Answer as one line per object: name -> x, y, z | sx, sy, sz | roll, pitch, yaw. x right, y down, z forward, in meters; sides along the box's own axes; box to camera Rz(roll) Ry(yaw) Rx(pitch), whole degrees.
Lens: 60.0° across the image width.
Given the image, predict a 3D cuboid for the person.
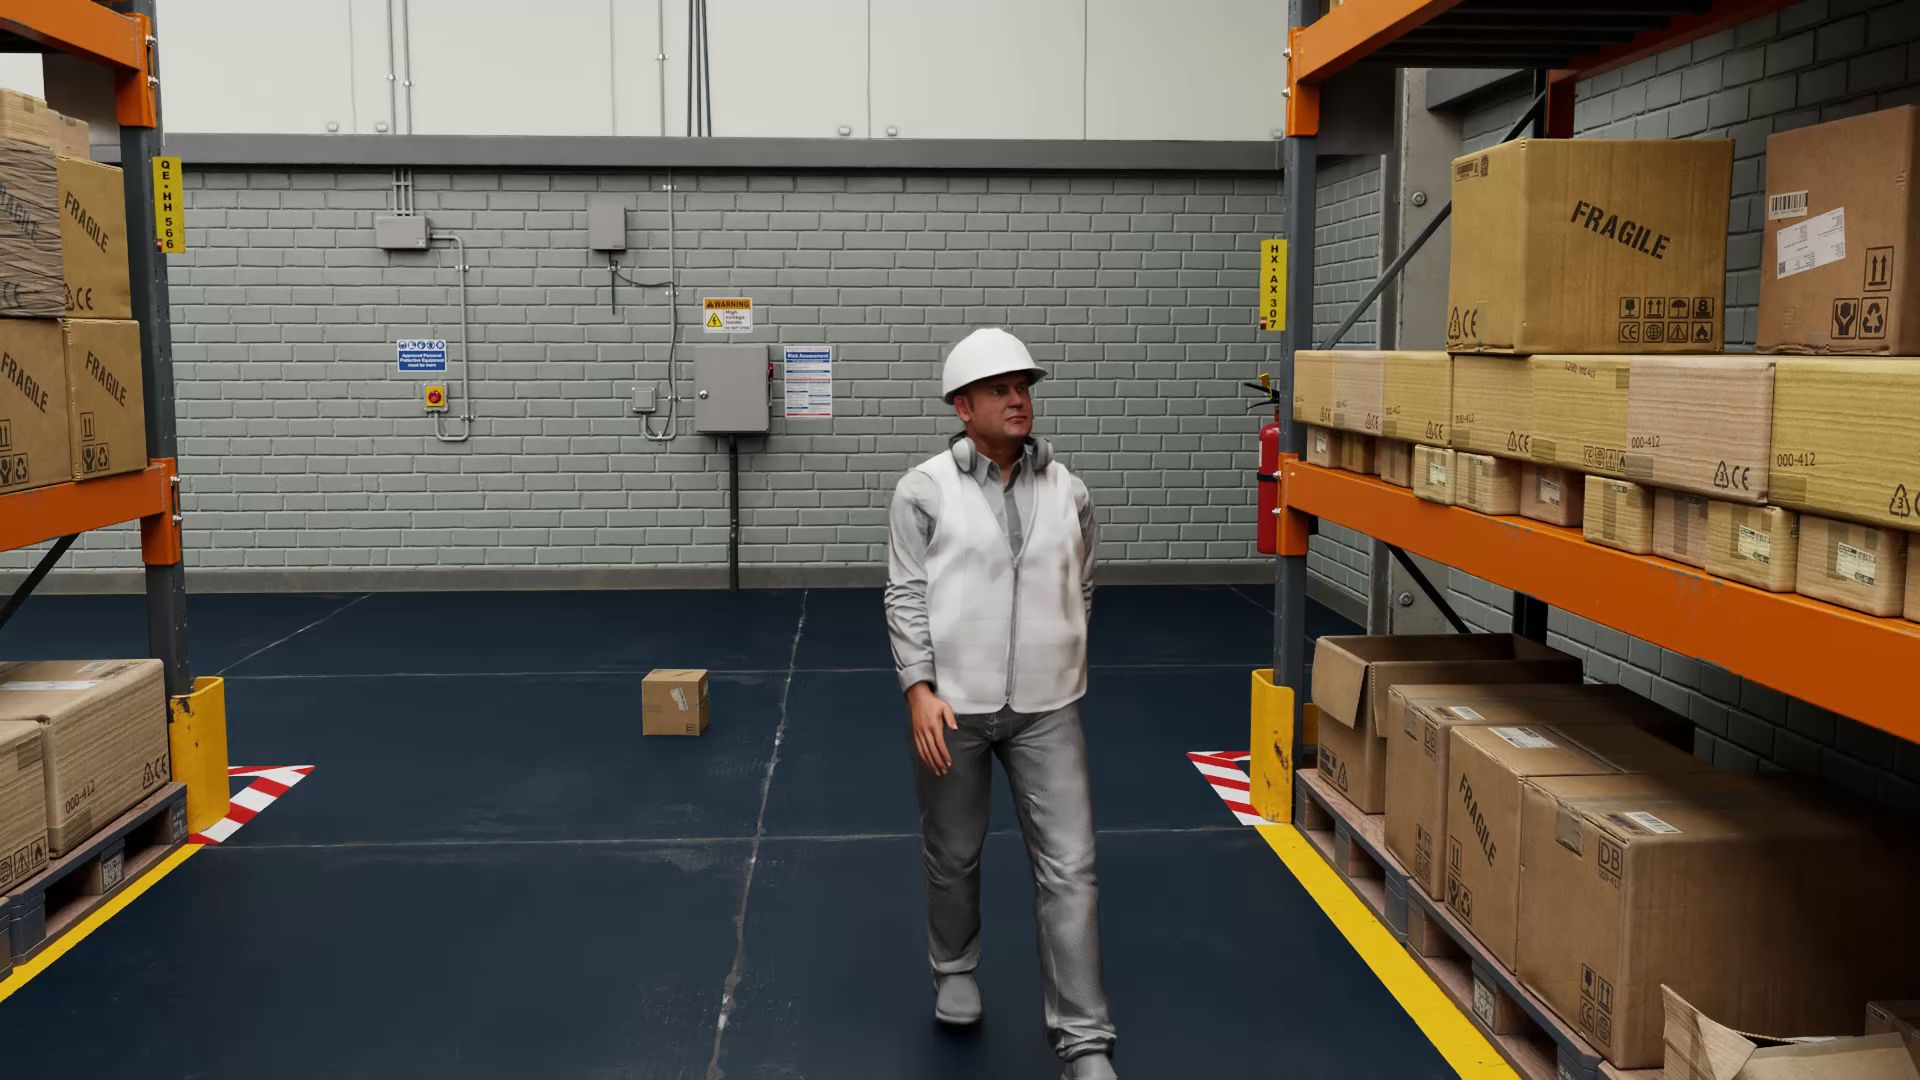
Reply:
person -> 0.101, 0.376, 3.859 | 0.540, 1.725, 0.945 | -1, 7, -10
